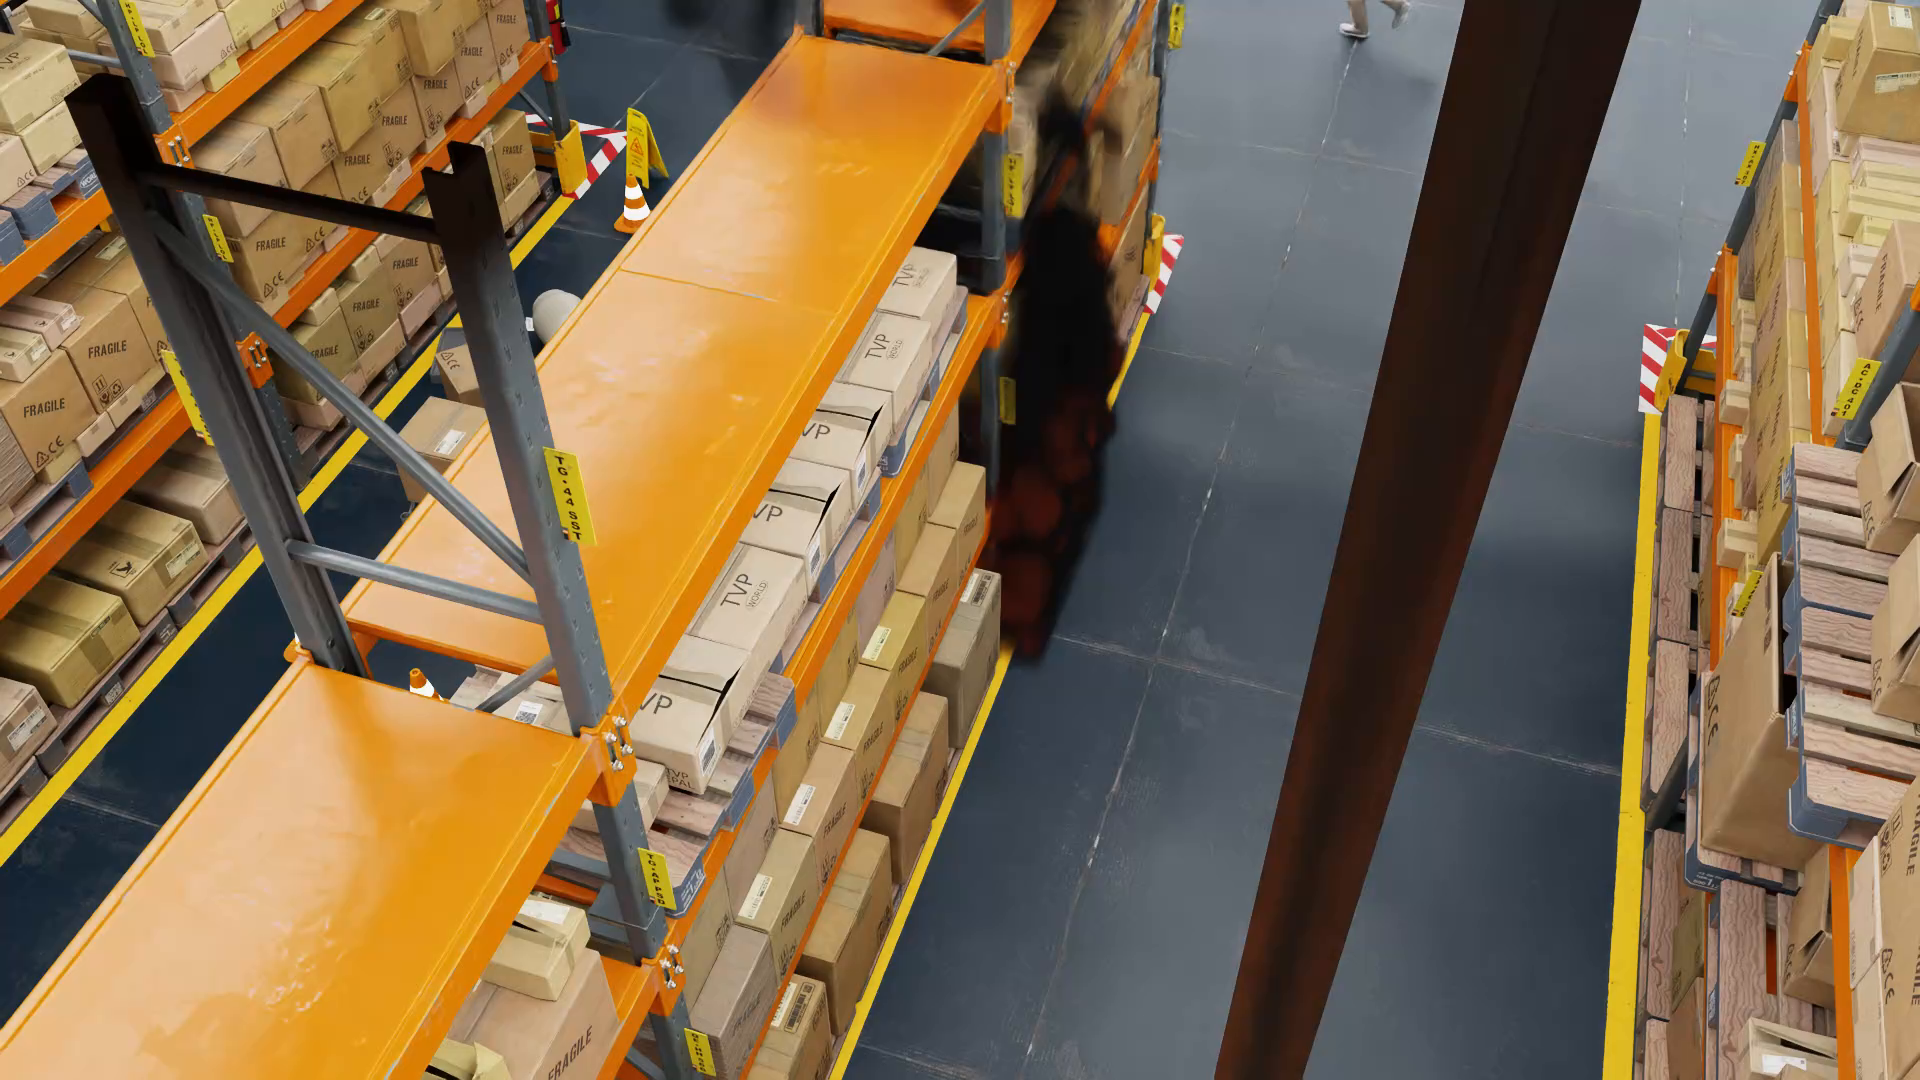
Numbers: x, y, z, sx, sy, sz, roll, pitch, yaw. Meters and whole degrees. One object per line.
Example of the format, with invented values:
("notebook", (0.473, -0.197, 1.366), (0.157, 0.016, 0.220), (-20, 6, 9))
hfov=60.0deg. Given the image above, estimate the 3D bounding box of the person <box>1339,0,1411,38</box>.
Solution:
("person", (3.850, -5.327, 15.184), (0.667, 1.663, 0.633), (-24, 50, -22))
